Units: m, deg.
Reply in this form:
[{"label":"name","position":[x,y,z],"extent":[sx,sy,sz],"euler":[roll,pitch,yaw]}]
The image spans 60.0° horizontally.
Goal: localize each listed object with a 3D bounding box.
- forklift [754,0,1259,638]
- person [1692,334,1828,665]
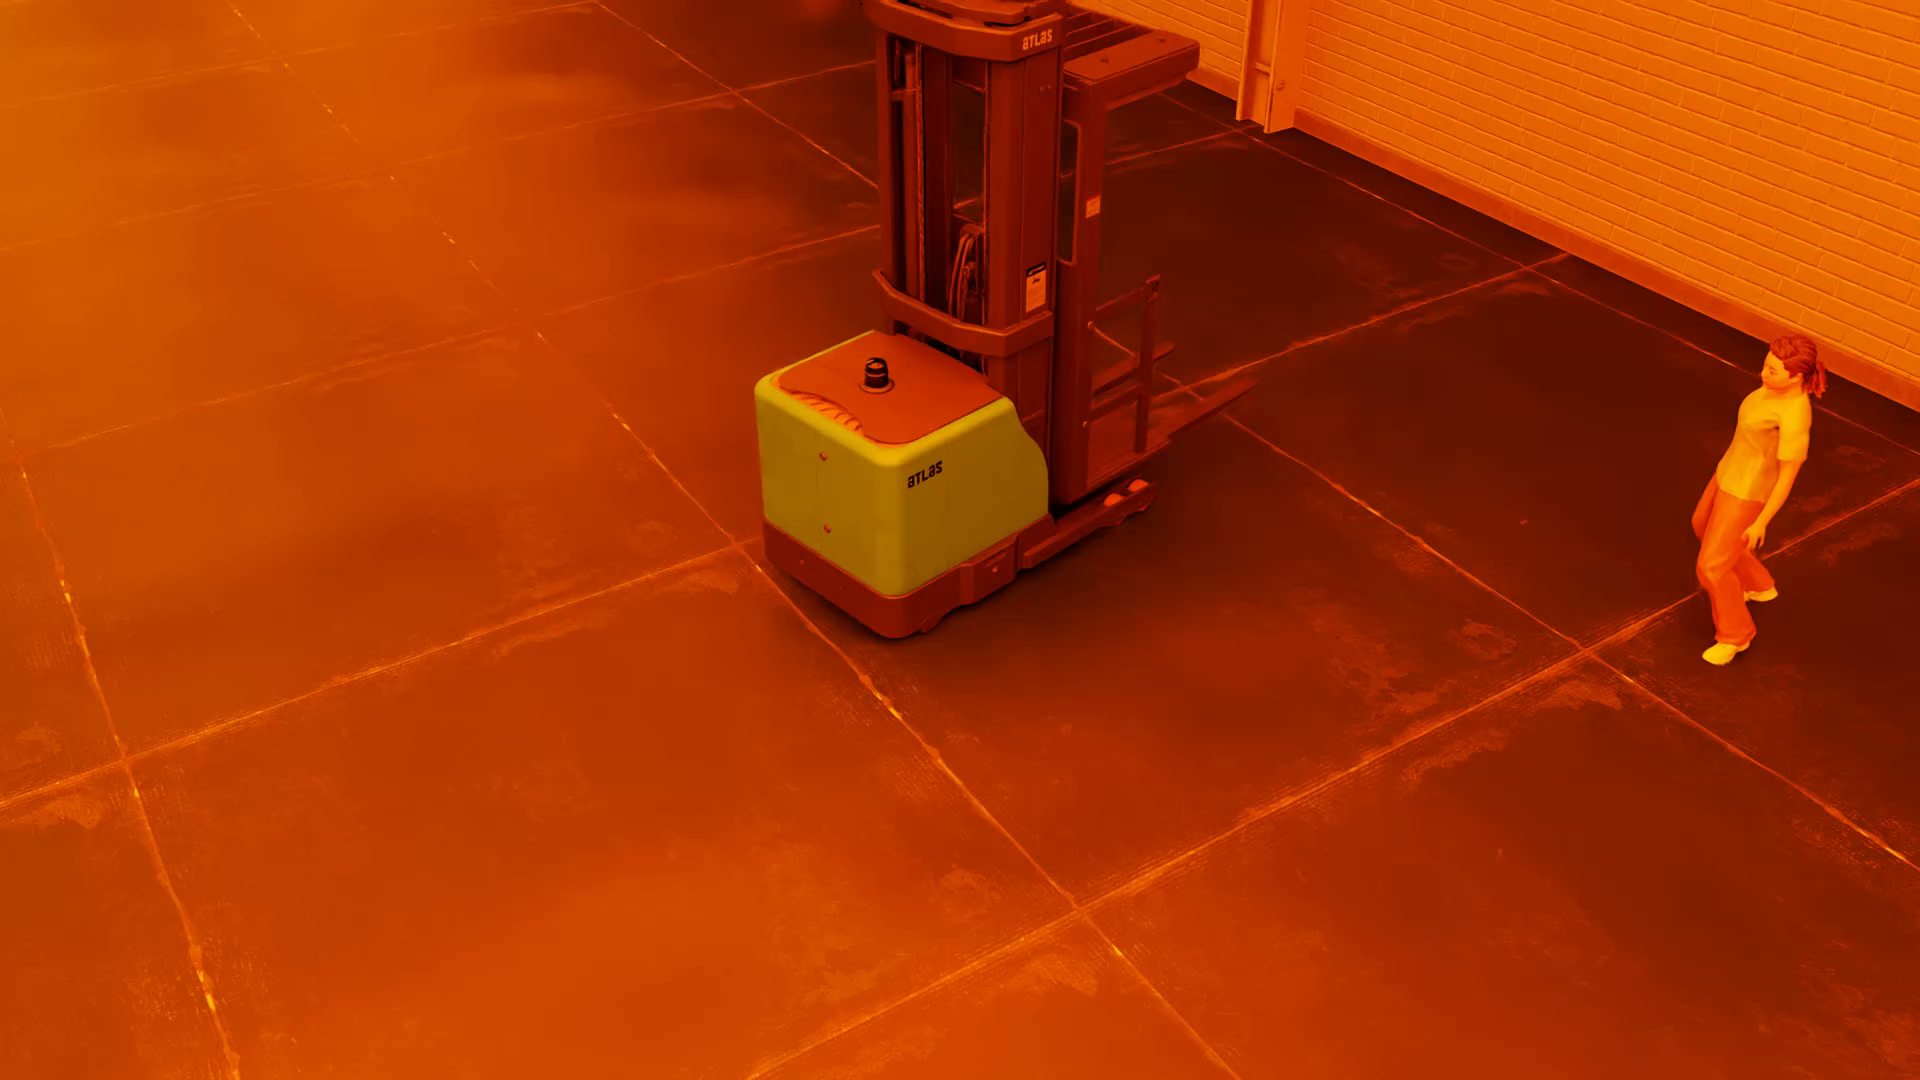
[{"label":"forklift","position":[0.409,-1.469,8.238],"extent":[3.031,2.935,1.130],"euler":[-29,44,-35]},{"label":"person","position":[3.733,-0.267,7.696],"extent":[0.477,1.598,0.813],"euler":[11,37,15]}]
